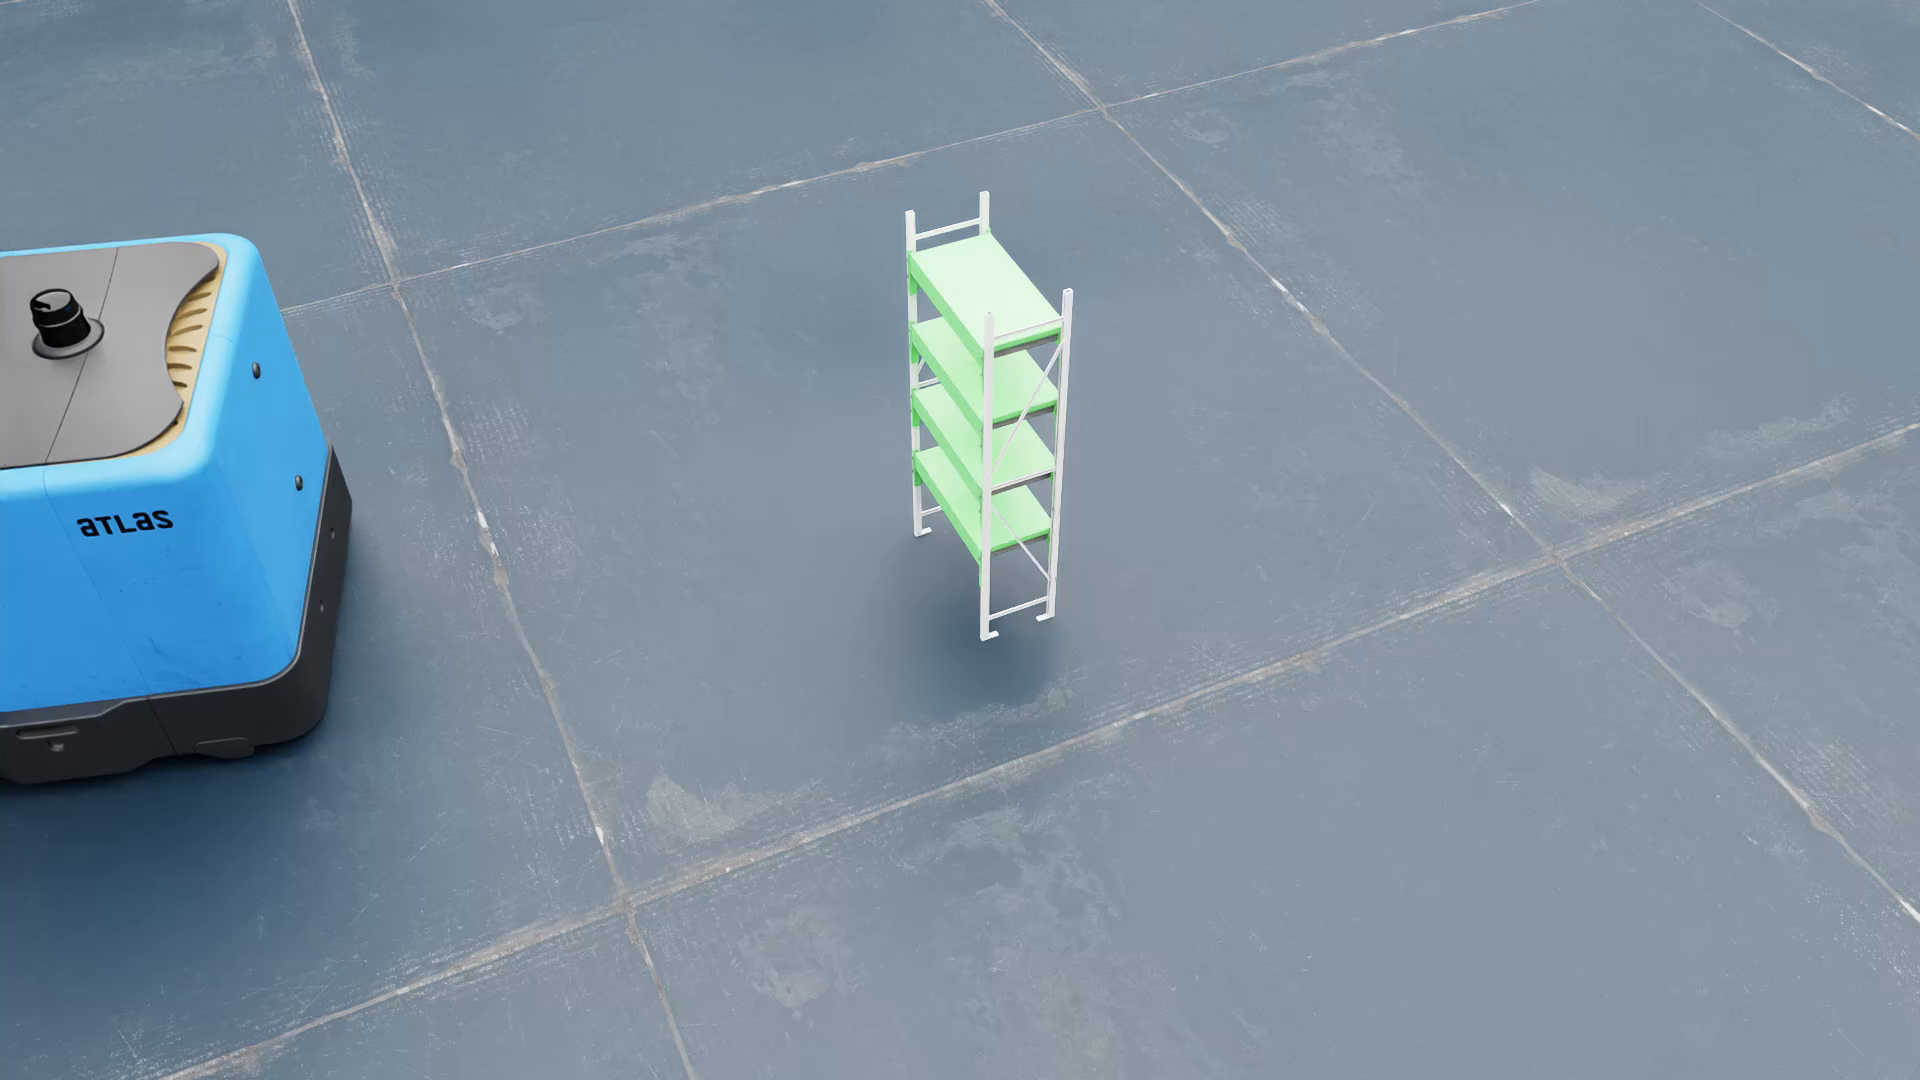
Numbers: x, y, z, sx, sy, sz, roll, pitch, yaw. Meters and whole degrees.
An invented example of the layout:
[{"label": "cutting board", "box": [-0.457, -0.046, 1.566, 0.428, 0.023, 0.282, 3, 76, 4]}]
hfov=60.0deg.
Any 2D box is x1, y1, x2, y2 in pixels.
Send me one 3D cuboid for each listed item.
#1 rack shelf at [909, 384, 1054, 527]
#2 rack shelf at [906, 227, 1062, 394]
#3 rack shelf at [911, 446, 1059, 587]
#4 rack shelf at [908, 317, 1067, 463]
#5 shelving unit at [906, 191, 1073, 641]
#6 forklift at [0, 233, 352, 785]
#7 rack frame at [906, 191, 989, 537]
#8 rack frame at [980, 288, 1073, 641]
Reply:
[{"label": "rack shelf", "box": [0.070, -0.276, 4.767, 0.258, 0.148, 0.480, -18, 47, -17]}, {"label": "rack shelf", "box": [0.070, -0.618, 4.429, 0.258, 0.148, 0.480, -18, 47, -17]}, {"label": "rack shelf", "box": [0.070, -0.105, 4.935, 0.258, 0.148, 0.480, -18, 47, -17]}, {"label": "rack shelf", "box": [0.070, -0.447, 4.598, 0.258, 0.148, 0.480, -18, 47, -17]}, {"label": "shelving unit", "box": [0.070, -0.322, 4.722, 0.258, 1.200, 0.503, -18, 47, -17]}, {"label": "forklift", "box": [-3.347, -0.637, 3.808, 3.031, 2.935, 1.130, -7, 45, -7]}, {"label": "rack frame", "box": [-0.033, -0.477, 4.879, 0.240, 1.200, 0.015, -18, 47, -17]}, {"label": "rack frame", "box": [0.172, -0.166, 4.564, 0.240, 1.200, 0.015, -18, 47, -17]}]
